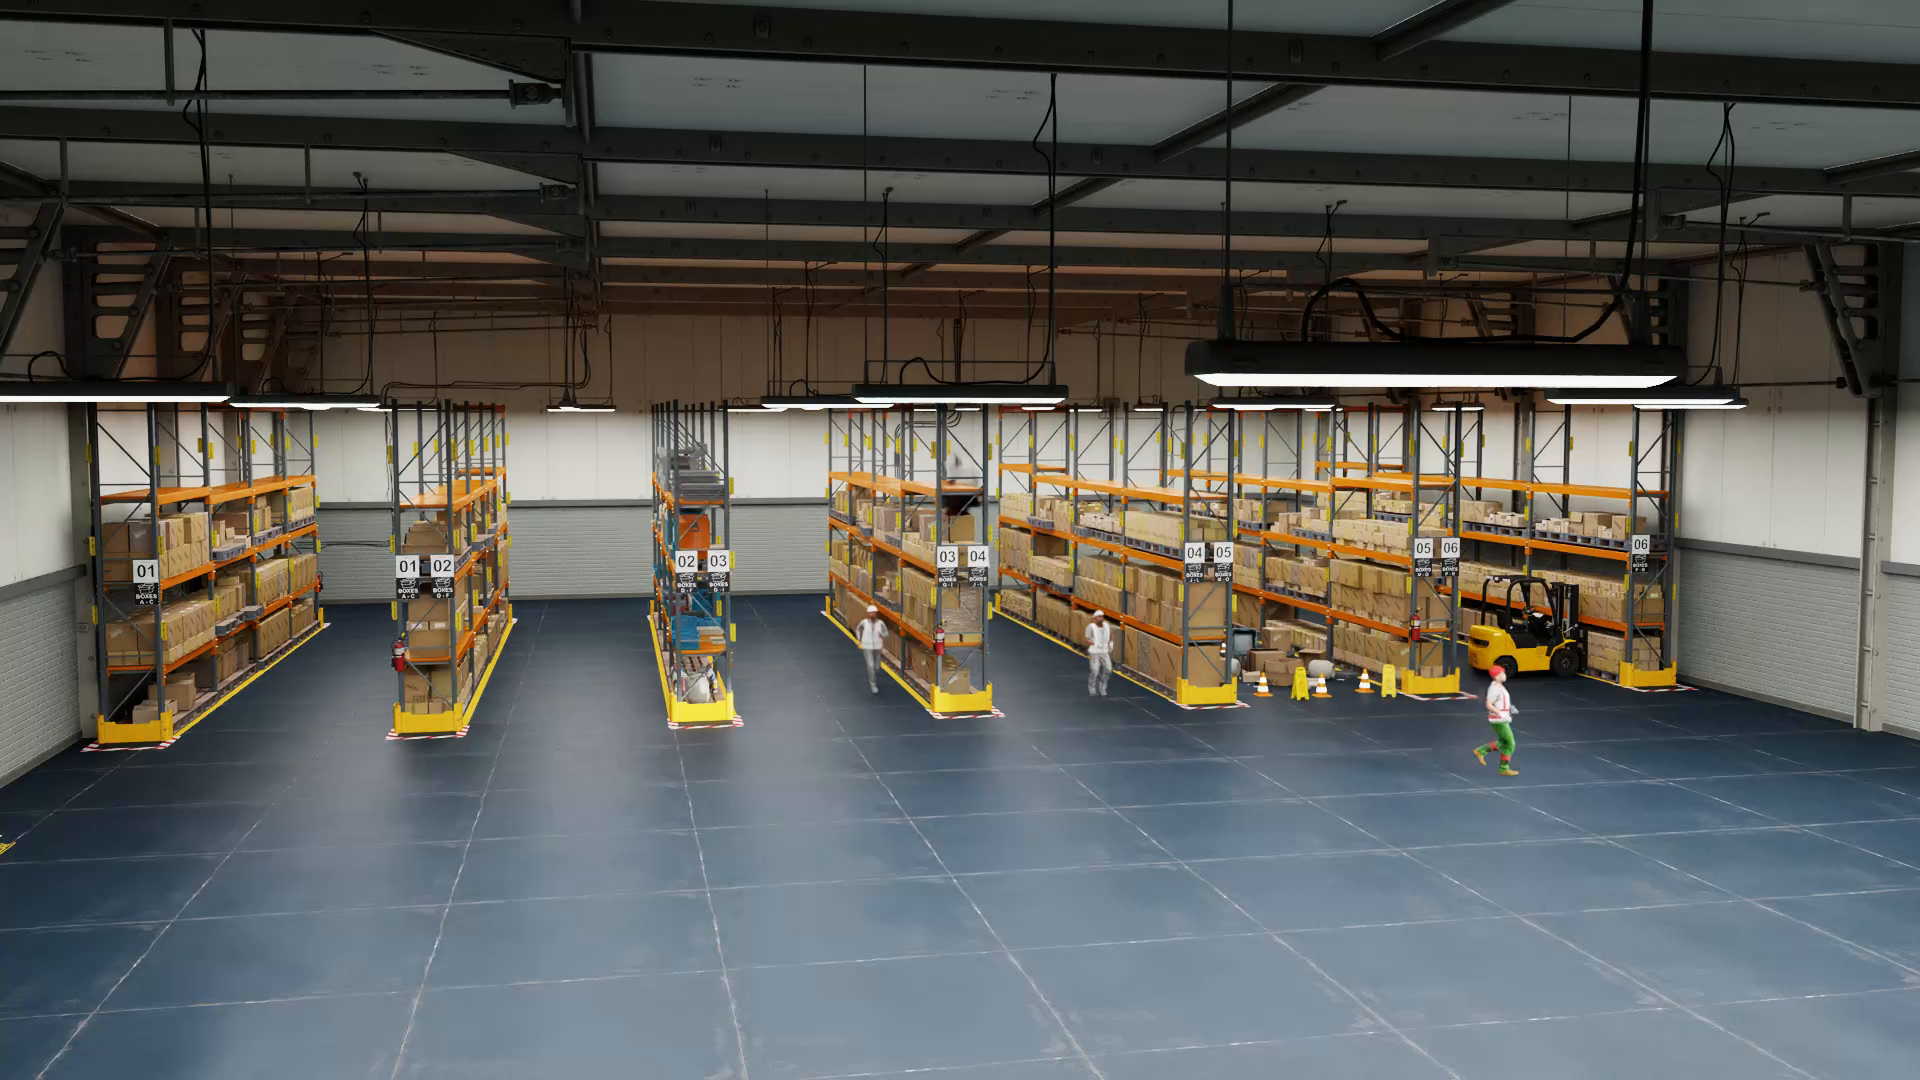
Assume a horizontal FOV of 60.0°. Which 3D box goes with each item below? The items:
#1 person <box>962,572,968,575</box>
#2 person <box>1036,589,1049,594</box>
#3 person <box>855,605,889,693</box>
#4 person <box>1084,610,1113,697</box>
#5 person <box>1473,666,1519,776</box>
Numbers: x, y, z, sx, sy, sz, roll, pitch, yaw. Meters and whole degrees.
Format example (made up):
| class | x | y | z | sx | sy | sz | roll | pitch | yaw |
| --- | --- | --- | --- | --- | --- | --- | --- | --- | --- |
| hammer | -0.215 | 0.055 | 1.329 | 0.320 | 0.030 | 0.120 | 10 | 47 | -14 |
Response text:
| class | x | y | z | sx | sy | sz | roll | pitch | yaw |
| --- | --- | --- | --- | --- | --- | --- | --- | --- | --- |
| person | 0.136 | 1.142 | 49.302 | 0.849 | 1.792 | 0.680 | -3 | 5 | -37 |
| person | 2.373 | 1.140 | 49.802 | 0.788 | 1.684 | 0.620 | 4 | 6 | 41 |
| person | -1.808 | 2.223 | 34.381 | 0.657 | 1.757 | 0.952 | -1 | 4 | -14 |
| person | 2.852 | 2.308 | 33.702 | 0.709 | 1.791 | 0.690 | -2 | 5 | -21 |
| person | 8.524 | 2.862 | 26.421 | 0.708 | 1.742 | 0.659 | 2 | 5 | 24 |
